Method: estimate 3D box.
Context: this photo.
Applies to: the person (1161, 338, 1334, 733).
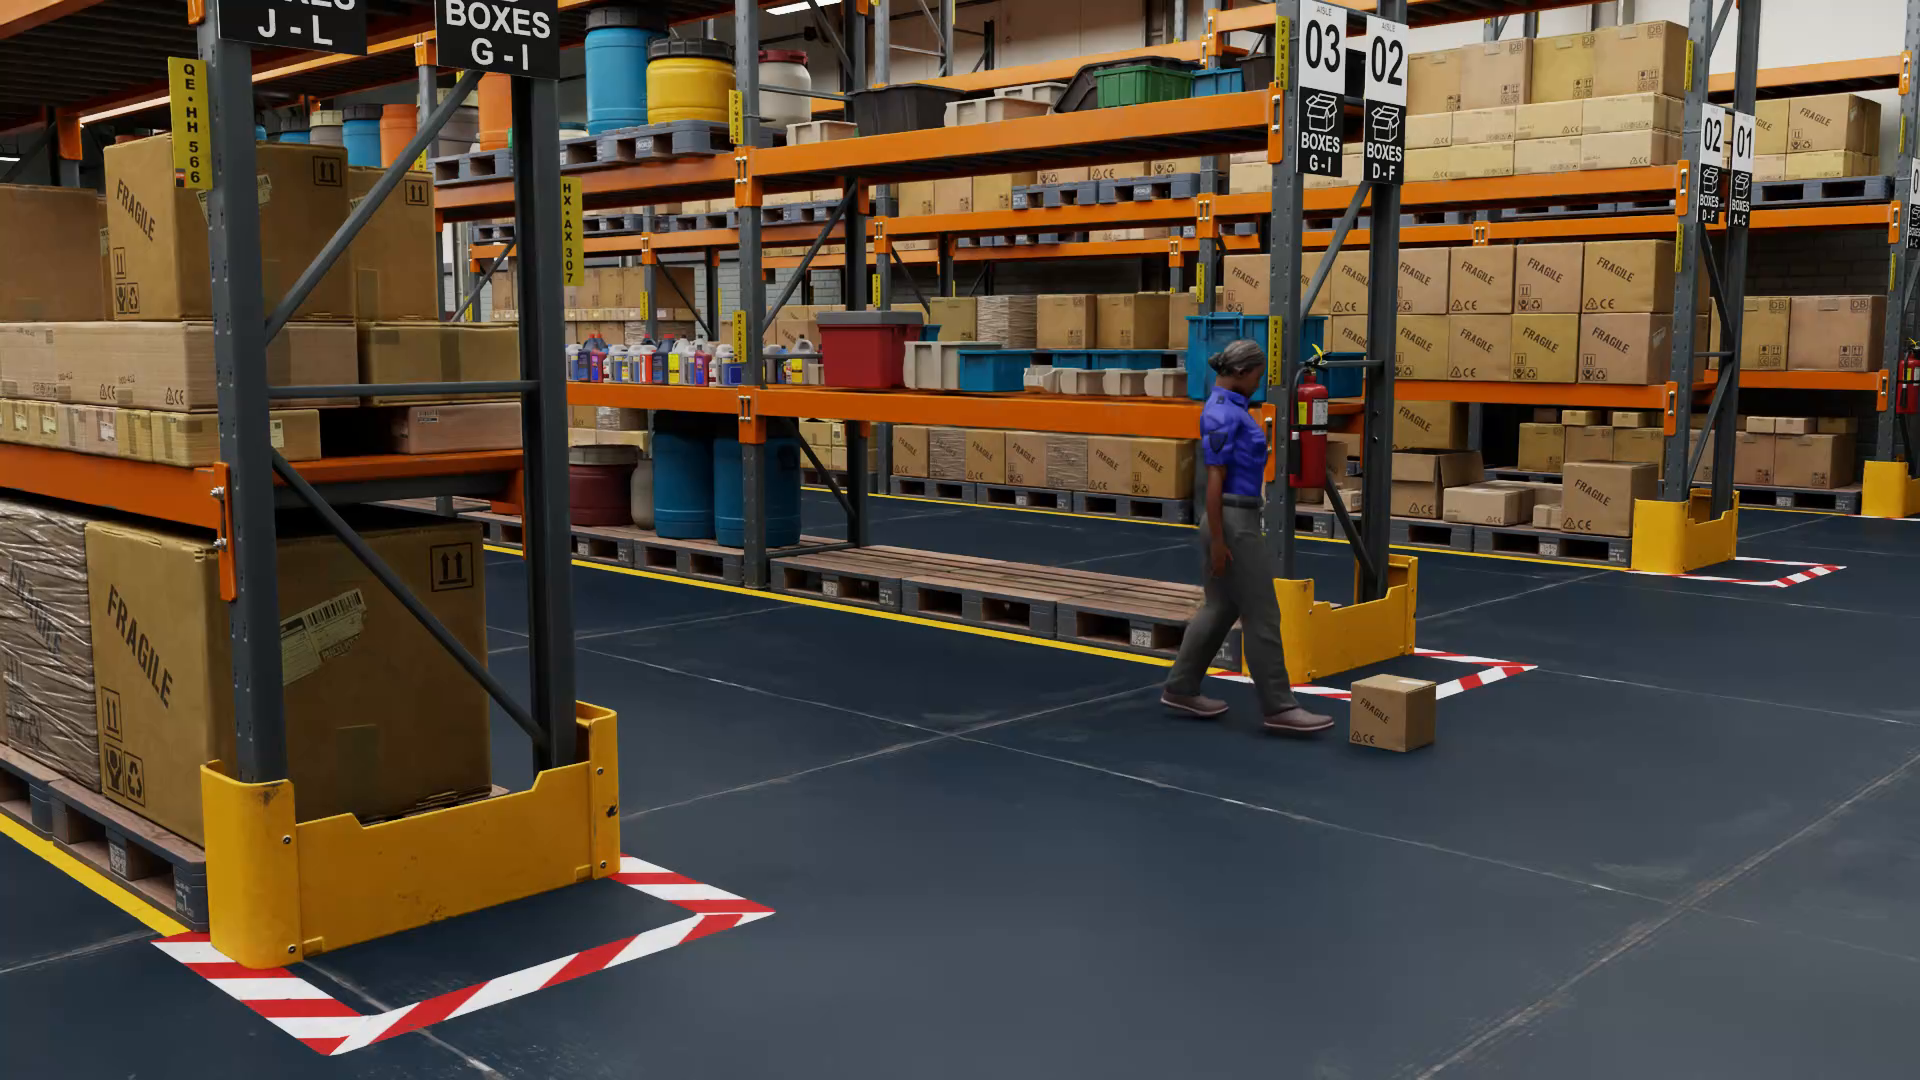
[{"bbox_3d":[1.217,-0.022,6.992,0.744,1.602,0.495,2,7,13],"label":"person"}]
